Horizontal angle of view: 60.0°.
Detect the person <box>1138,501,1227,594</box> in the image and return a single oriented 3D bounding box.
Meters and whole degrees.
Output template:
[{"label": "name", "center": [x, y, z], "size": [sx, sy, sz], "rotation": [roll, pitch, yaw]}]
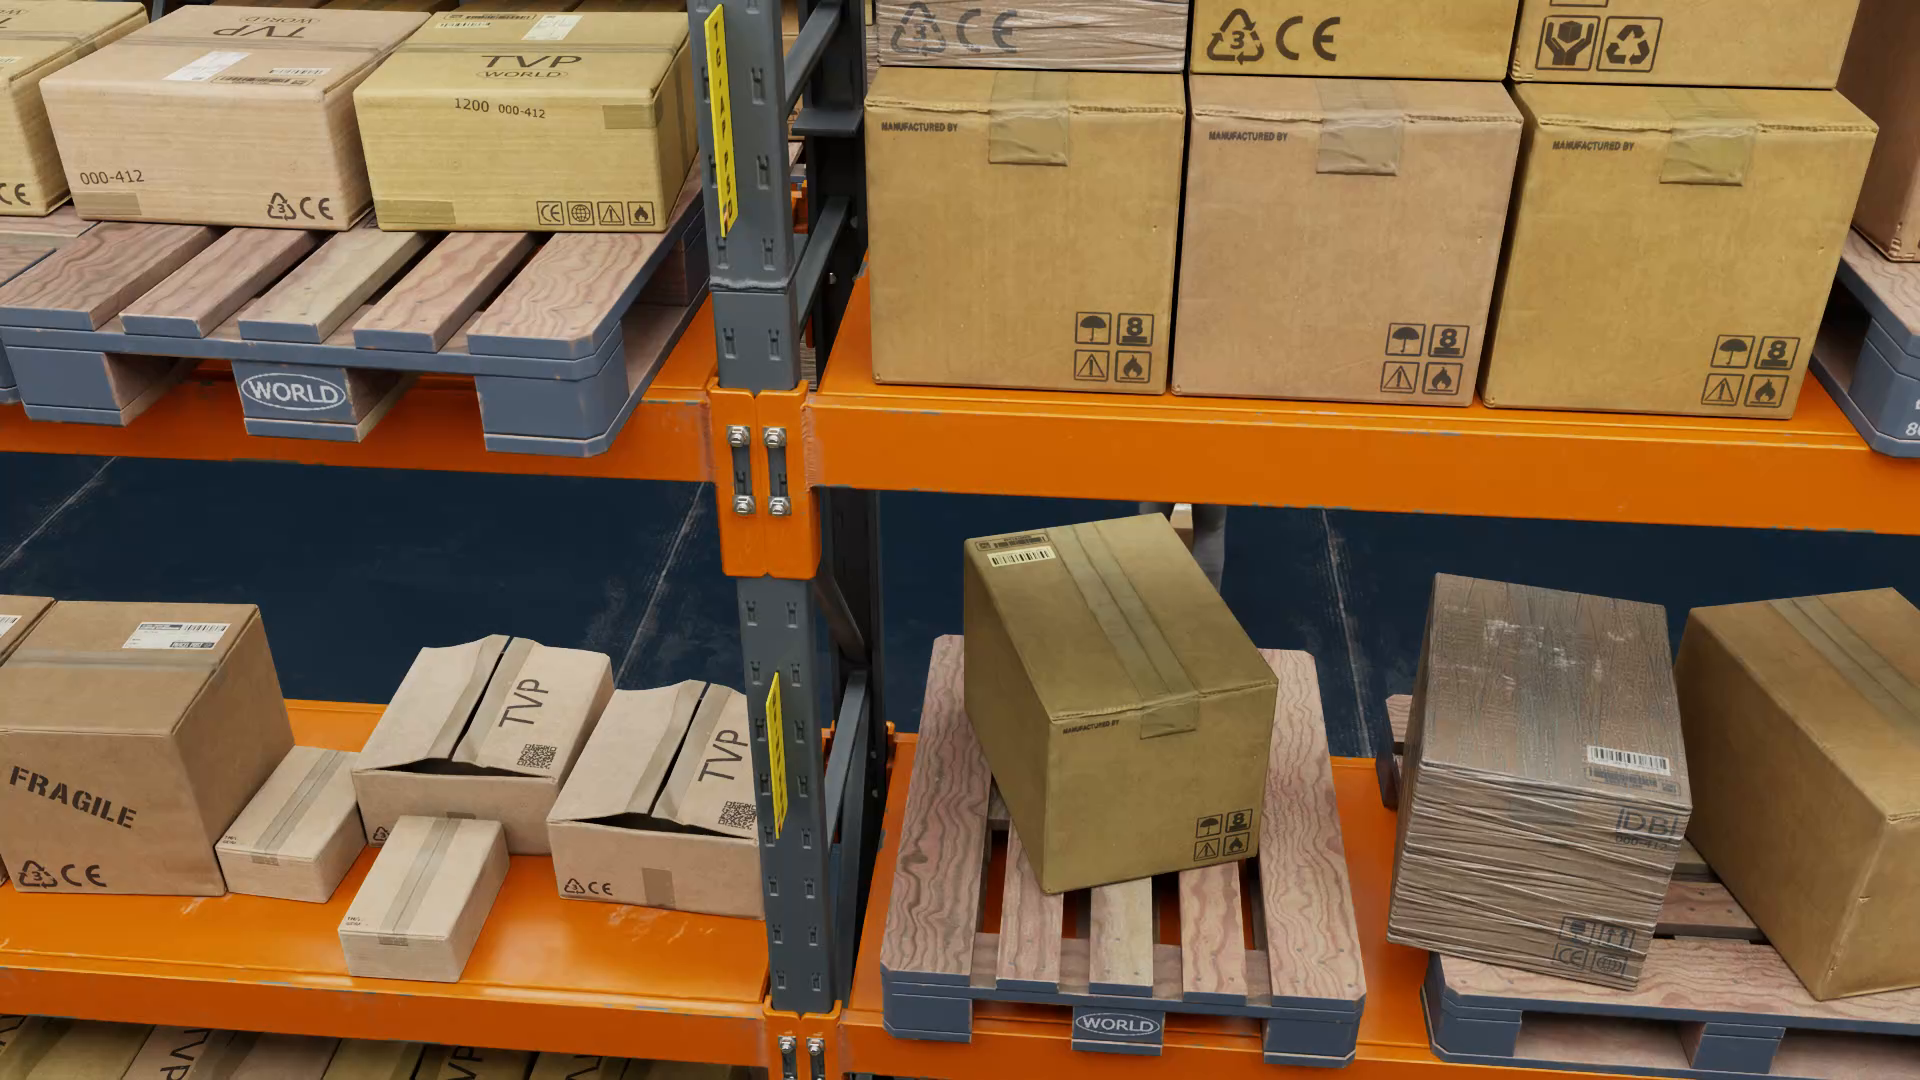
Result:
[{"label": "person", "center": [0.895, -0.350, 6.709], "size": [0.440, 1.653, 0.336], "rotation": [3, 32, 5]}]
